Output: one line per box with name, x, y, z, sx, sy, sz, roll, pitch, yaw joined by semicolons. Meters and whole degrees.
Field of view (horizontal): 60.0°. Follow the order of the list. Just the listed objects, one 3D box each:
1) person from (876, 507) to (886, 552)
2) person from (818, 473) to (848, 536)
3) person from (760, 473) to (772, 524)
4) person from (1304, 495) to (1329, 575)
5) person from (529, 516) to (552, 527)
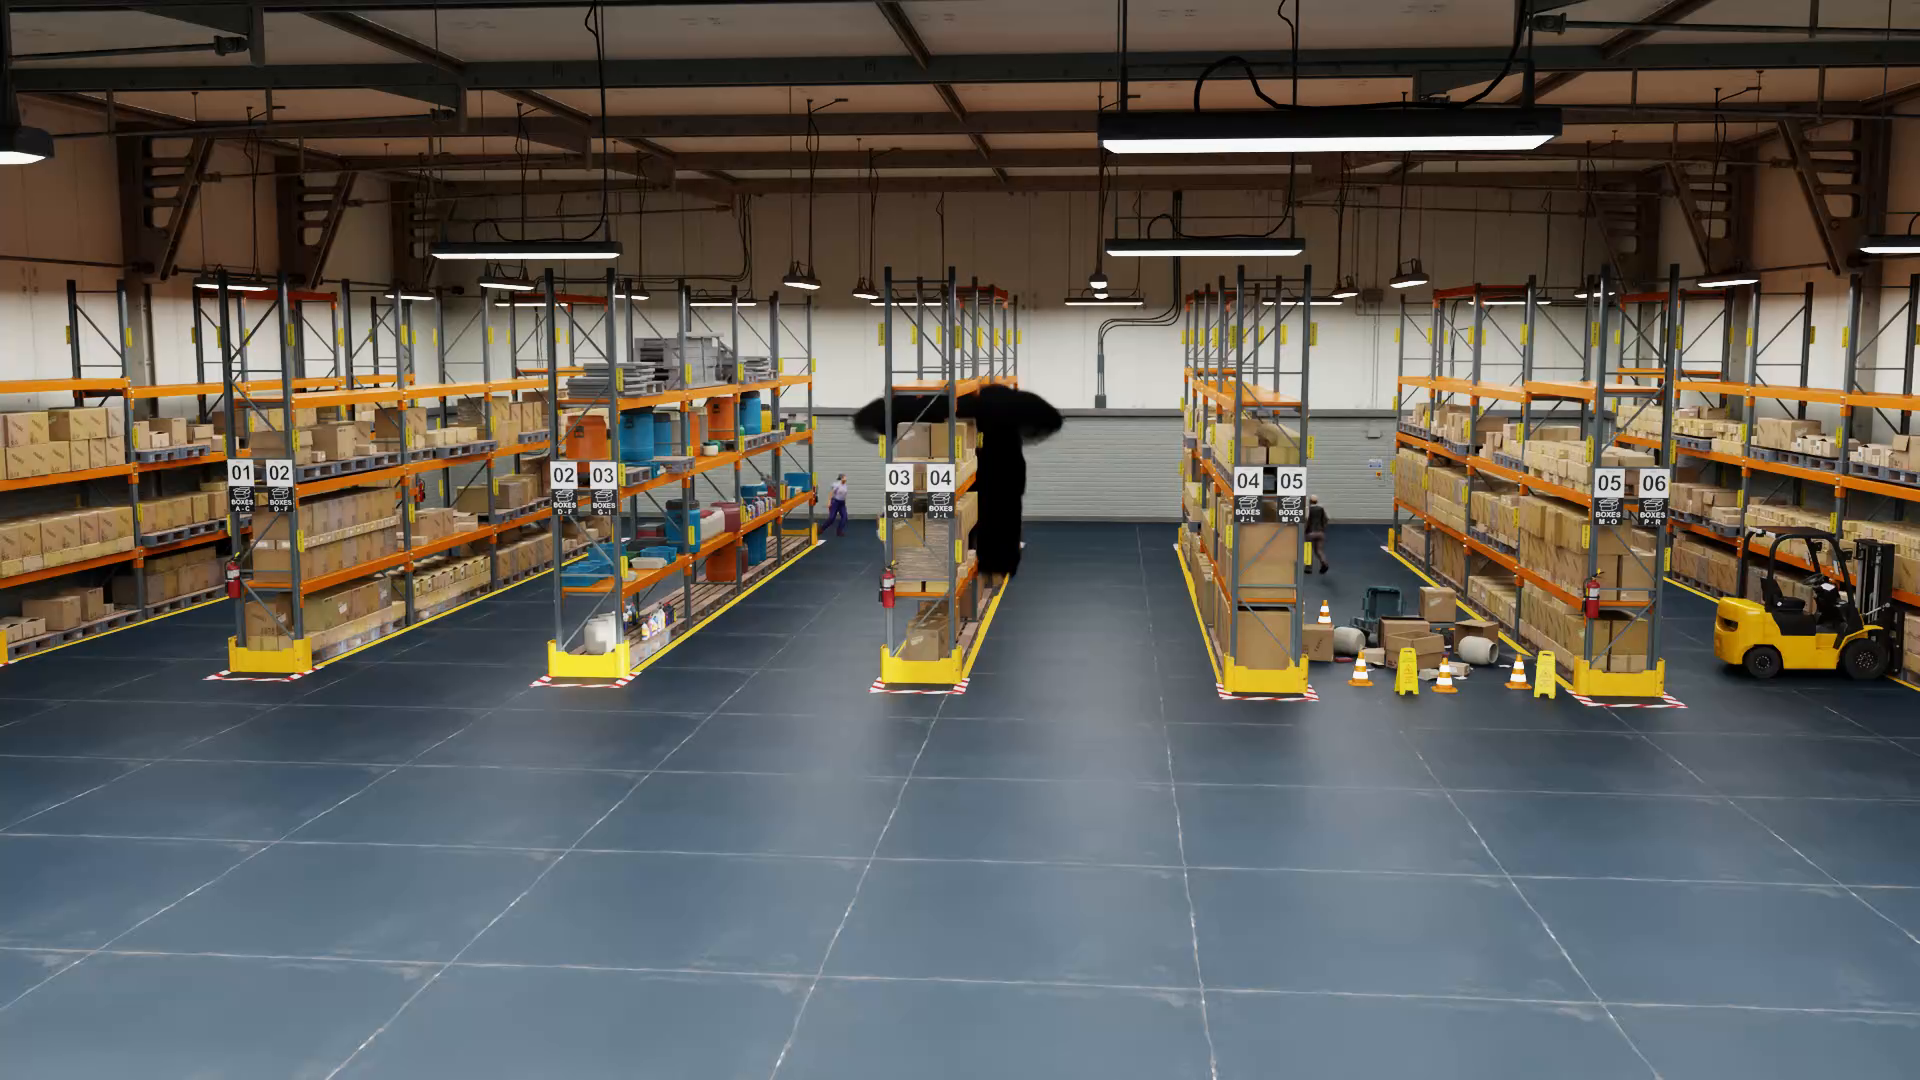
person;-1.421;-0.104;35.120;0.680;1.708;0.706;-1;7;-11
person;-3.173;-0.900;42.105;0.684;1.579;0.710;5;9;38
person;-4.939;-0.912;42.286;0.502;1.587;0.715;4;8;29
person;7.475;-0.088;34.905;0.653;1.687;0.882;-2;7;-12
person;-10.519;-1.058;42.353;1.066;1.768;0.687;1;7;8
